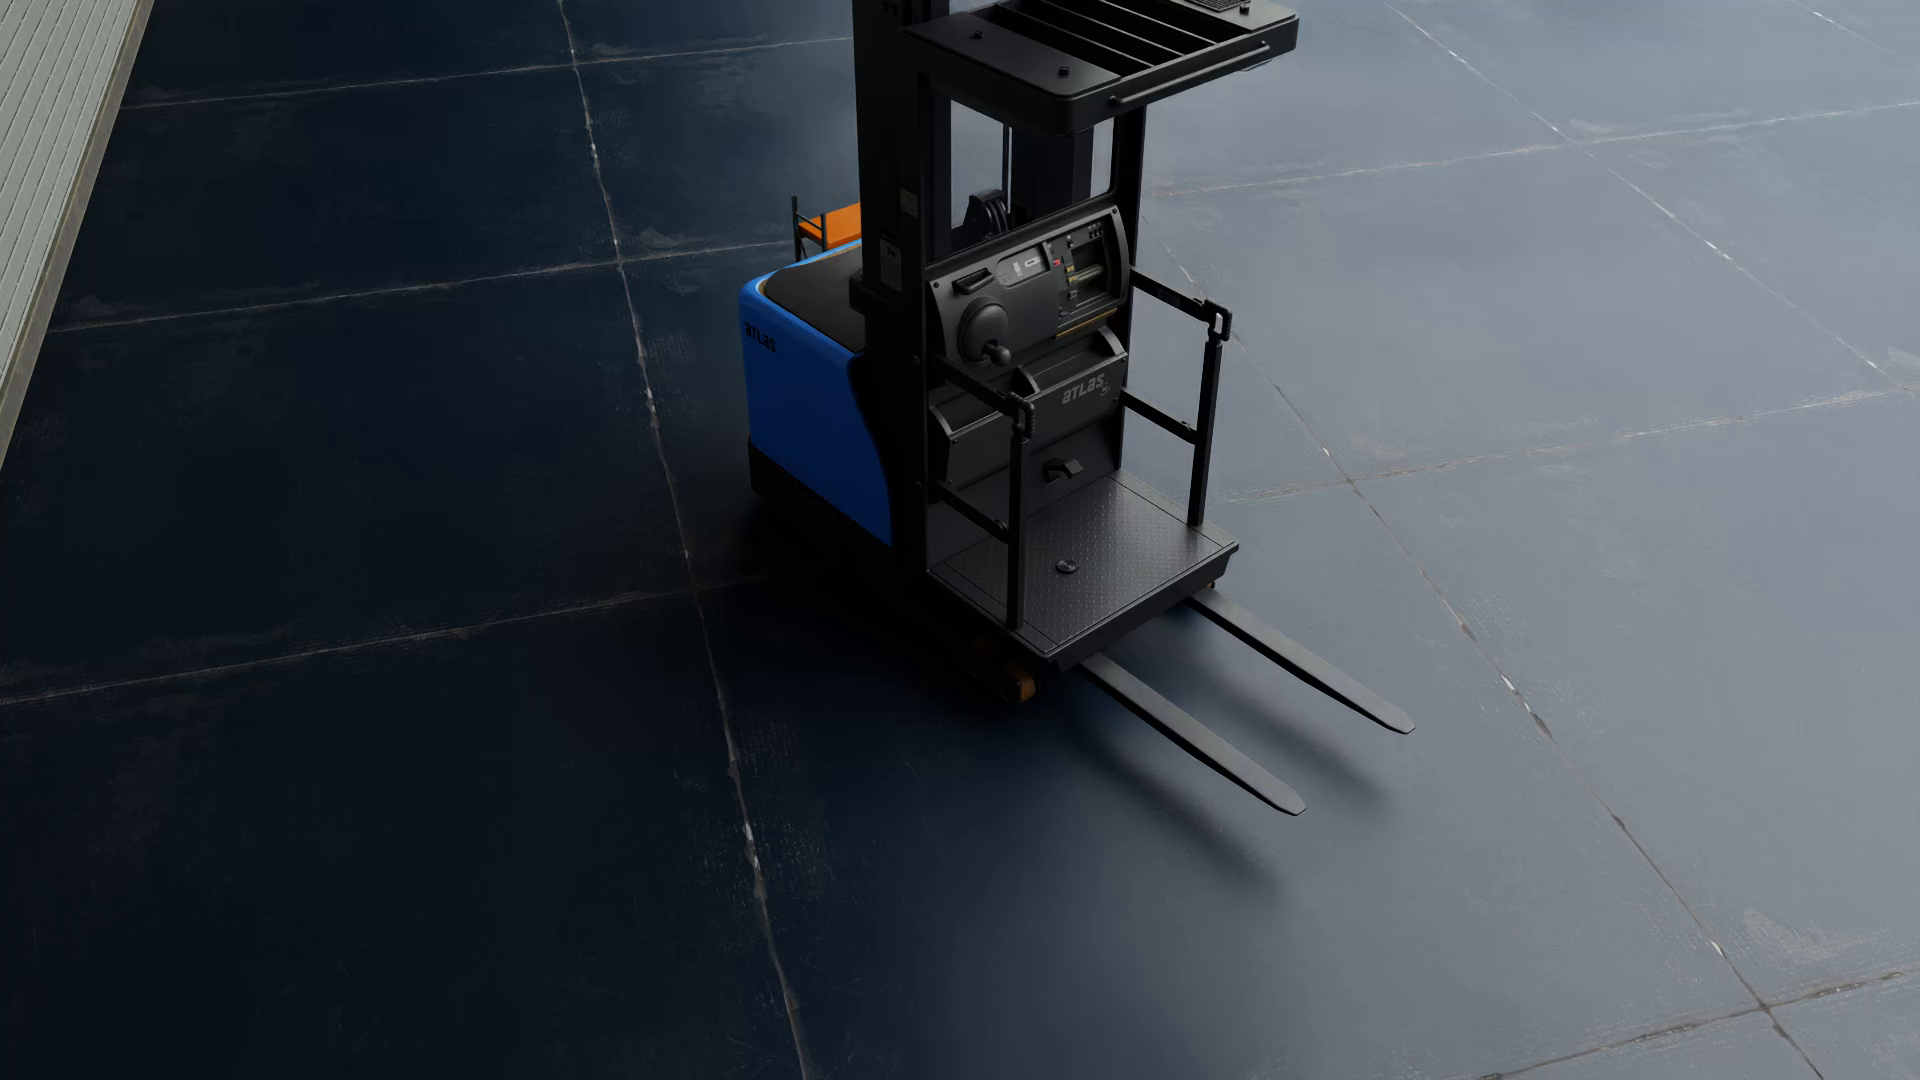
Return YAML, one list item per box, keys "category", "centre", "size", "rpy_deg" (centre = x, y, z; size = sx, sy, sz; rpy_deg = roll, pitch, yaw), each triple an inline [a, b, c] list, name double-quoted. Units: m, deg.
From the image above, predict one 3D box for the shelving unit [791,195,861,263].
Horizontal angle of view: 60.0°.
- category: "shelving unit"
  centre: [-0.463, -1.062, 7.651]
  size: [0.503, 1.200, 0.258]
  rpy_deg: [-26, 44, -30]

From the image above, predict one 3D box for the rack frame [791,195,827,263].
- category: "rack frame"
  centre: [-0.653, -0.969, 7.530]
  size: [0.015, 1.200, 0.240]
  rpy_deg: [-26, 44, -30]

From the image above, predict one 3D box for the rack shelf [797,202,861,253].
- category: "rack shelf"
  centre: [-0.463, -1.374, 7.412]
  size: [0.480, 0.148, 0.258]
  rpy_deg: [-26, 44, -30]

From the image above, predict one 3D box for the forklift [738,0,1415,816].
- category: "forklift"
  centre: [0.407, -0.878, 5.985]
  size: [1.130, 2.935, 3.031]
  rpy_deg: [-28, 45, -31]
